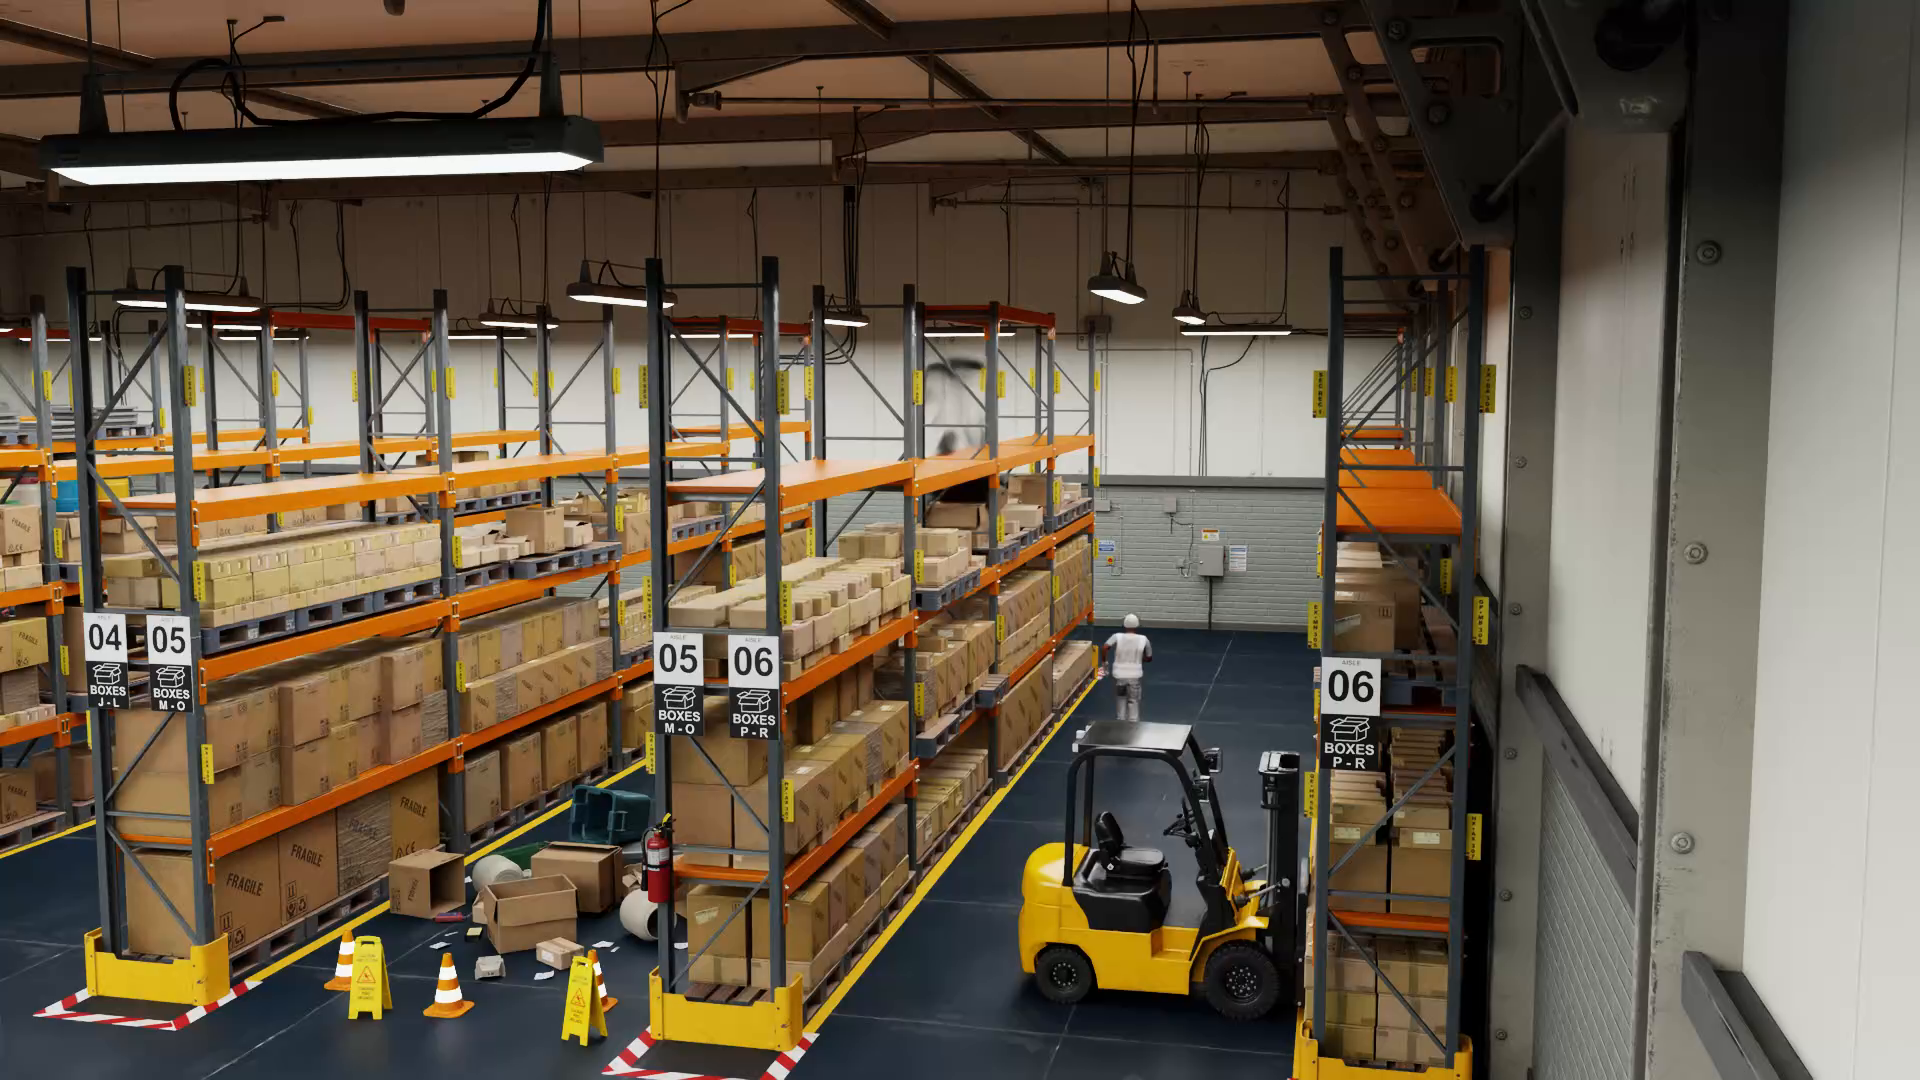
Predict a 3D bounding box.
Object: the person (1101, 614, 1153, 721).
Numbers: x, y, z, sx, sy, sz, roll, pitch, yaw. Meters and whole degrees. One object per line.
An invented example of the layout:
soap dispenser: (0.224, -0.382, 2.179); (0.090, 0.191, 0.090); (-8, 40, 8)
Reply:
person: (2.333, 1.931, 23.231); (0.692, 1.796, 0.888); (1, 6, 12)
